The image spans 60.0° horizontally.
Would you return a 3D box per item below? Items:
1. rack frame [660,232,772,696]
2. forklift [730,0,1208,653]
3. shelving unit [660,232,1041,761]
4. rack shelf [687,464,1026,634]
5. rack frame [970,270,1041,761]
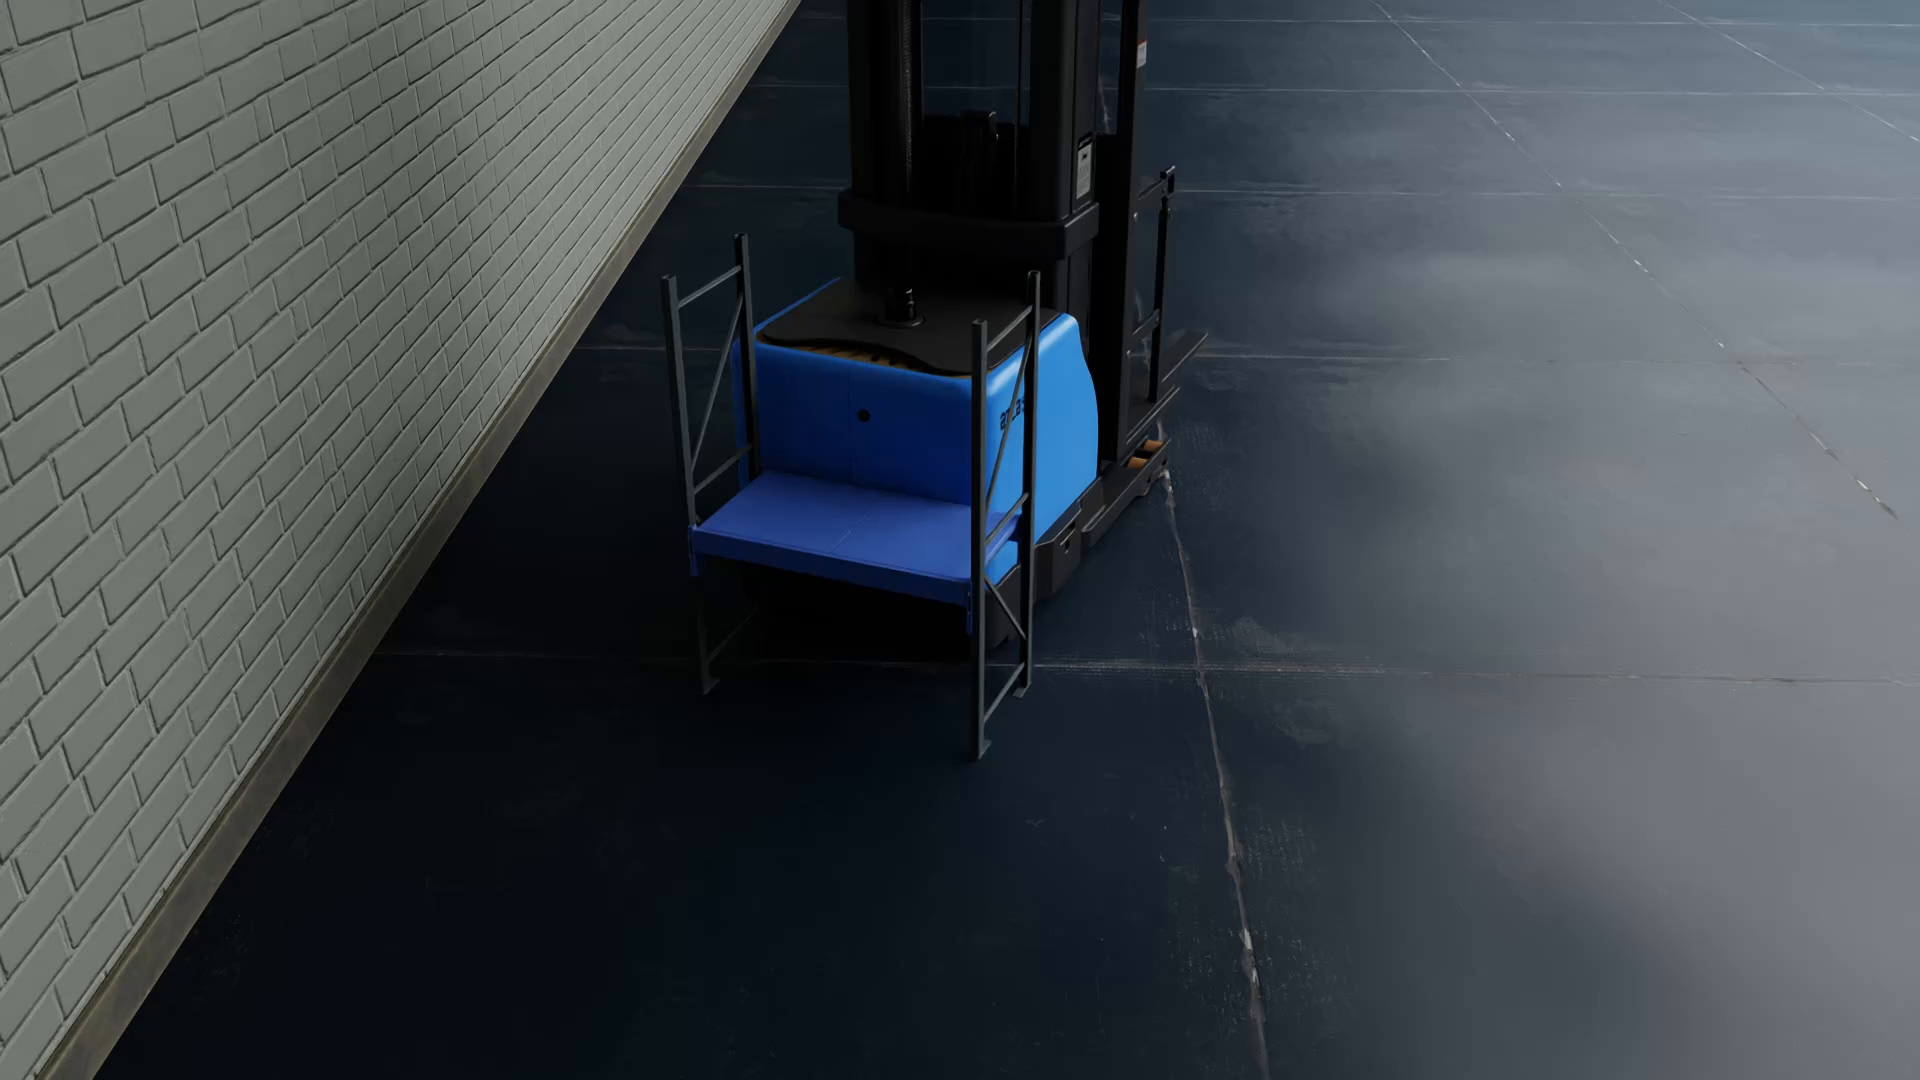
[{"bbox_3d":[-0.802,-0.235,5.591,0.032,1.500,0.500,11,30,19],"label":"rack frame"},{"bbox_3d":[0.272,-1.562,6.567,1.130,2.935,3.031,13,30,22],"label":"forklift"},{"bbox_3d":[-0.331,-0.145,5.423,1.048,1.500,0.538,11,30,19],"label":"shelving unit"},{"bbox_3d":[-0.331,0.013,5.507,1.000,0.185,0.538,11,30,19],"label":"rack shelf"},{"bbox_3d":[0.140,-0.056,5.255,0.032,1.500,0.500,11,30,19],"label":"rack frame"}]
